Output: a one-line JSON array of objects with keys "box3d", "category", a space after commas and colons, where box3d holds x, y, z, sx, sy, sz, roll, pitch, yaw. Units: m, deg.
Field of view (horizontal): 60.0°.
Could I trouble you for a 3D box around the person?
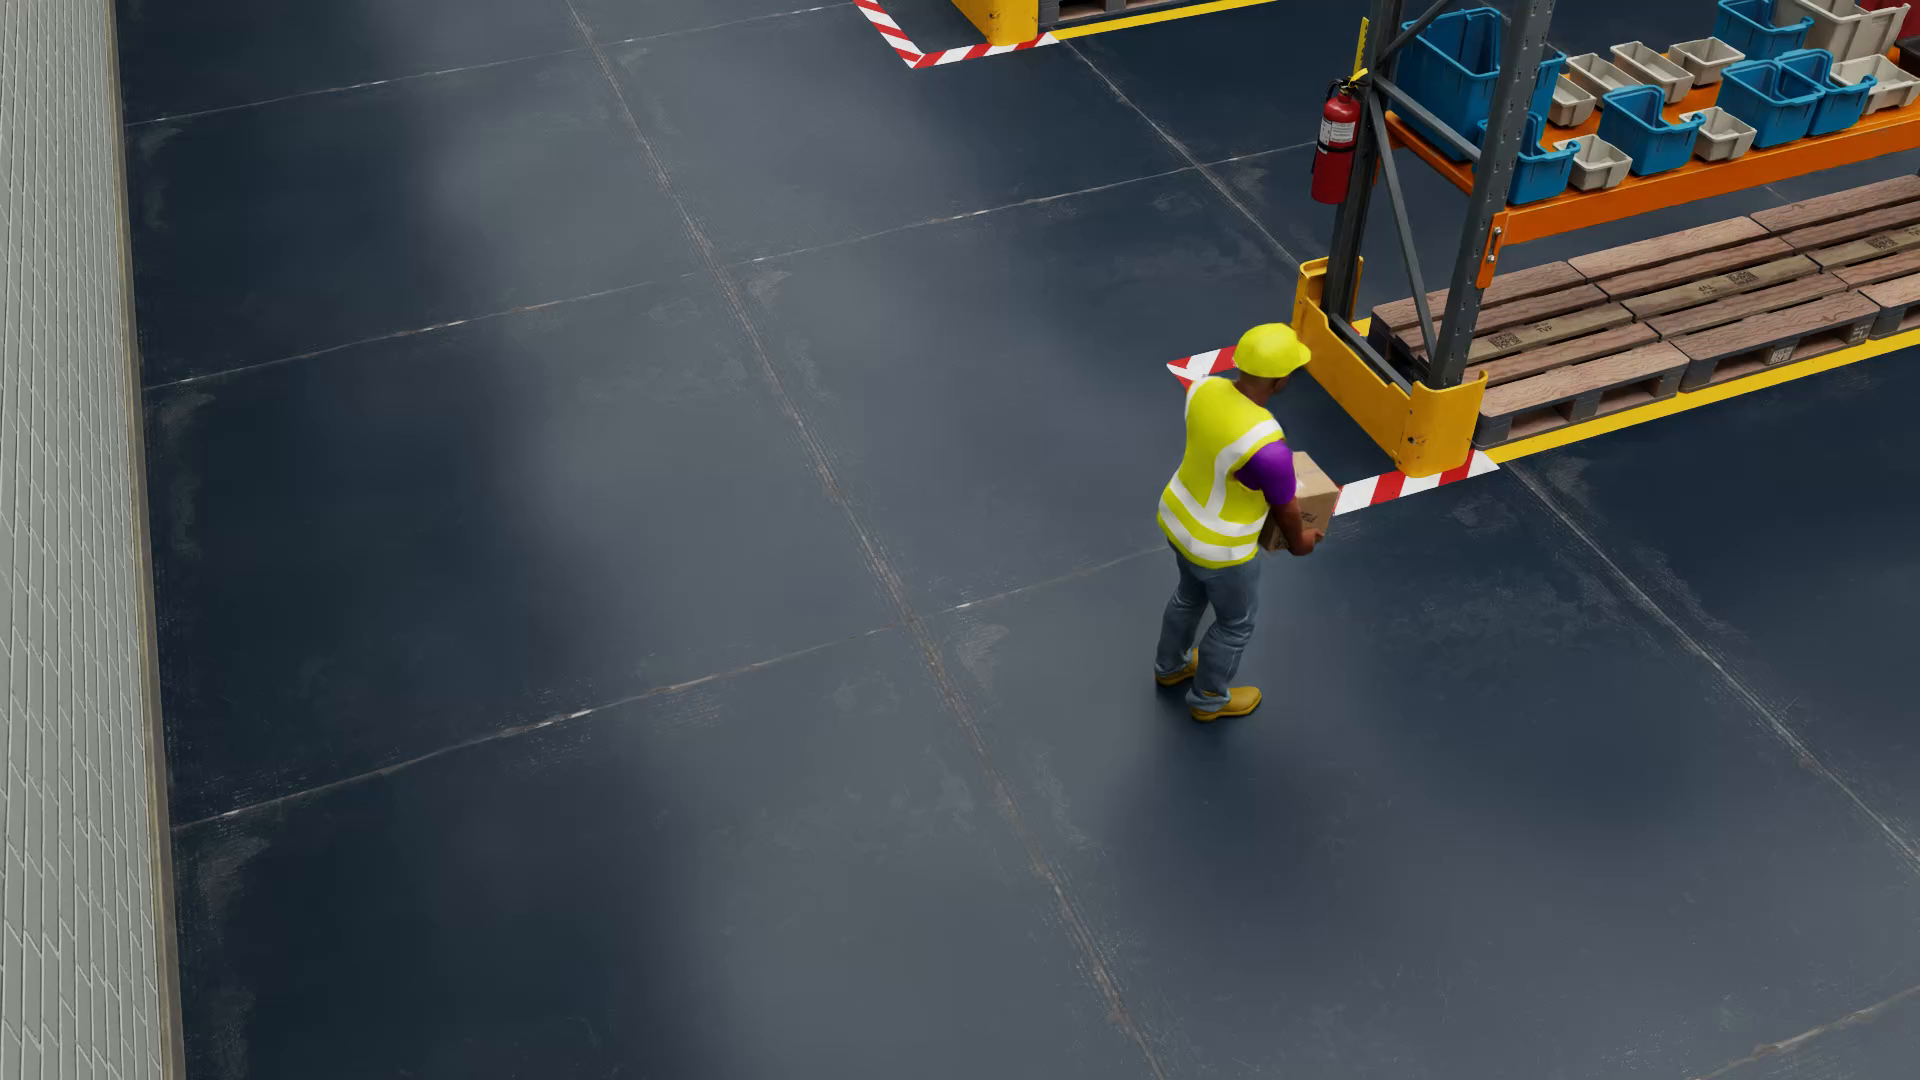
[{"box3d": [1.033, -0.066, 6.219, 0.570, 1.759, 0.505, -16, 44, -17], "category": "person"}]
